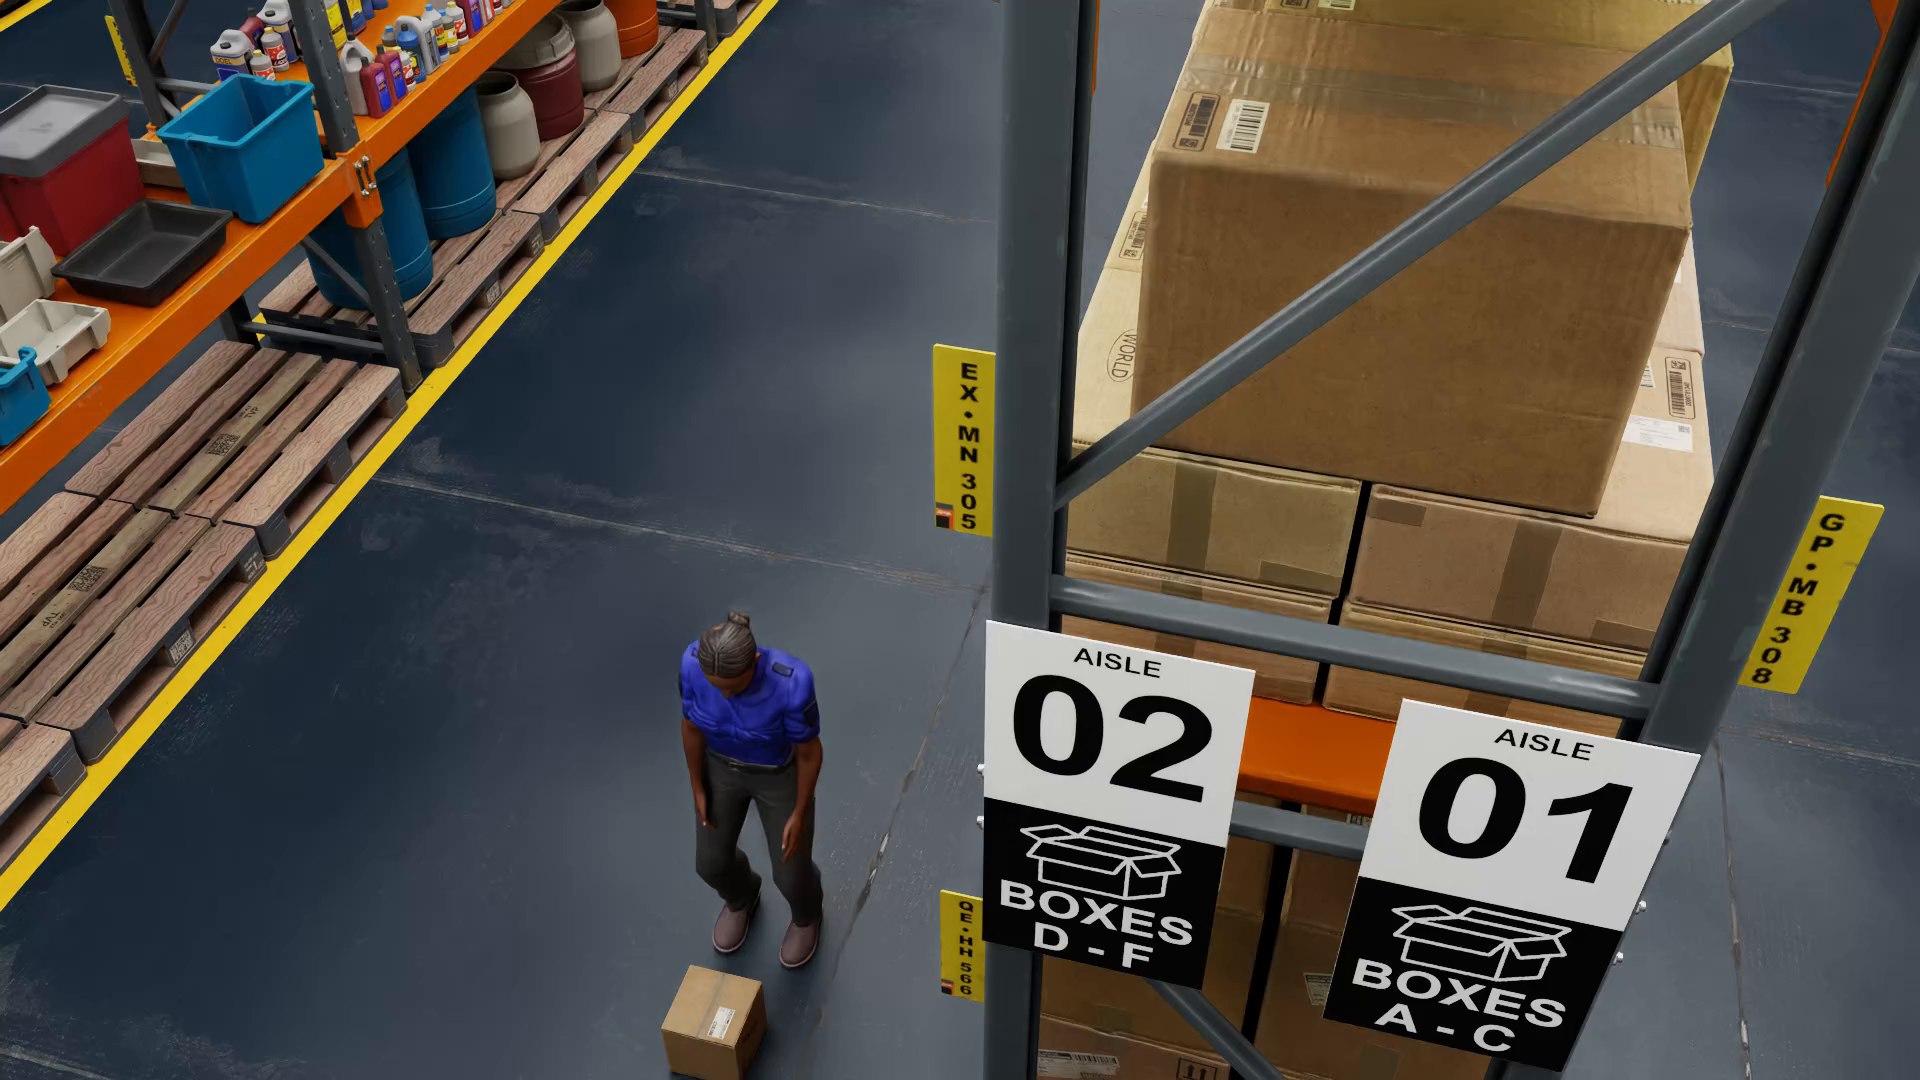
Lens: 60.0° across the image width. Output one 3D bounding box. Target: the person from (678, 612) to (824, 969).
[{"bbox_3d":[-0.643,0.788,5.332,0.465,1.583,0.411,11,42,12],"label":"person"}]
